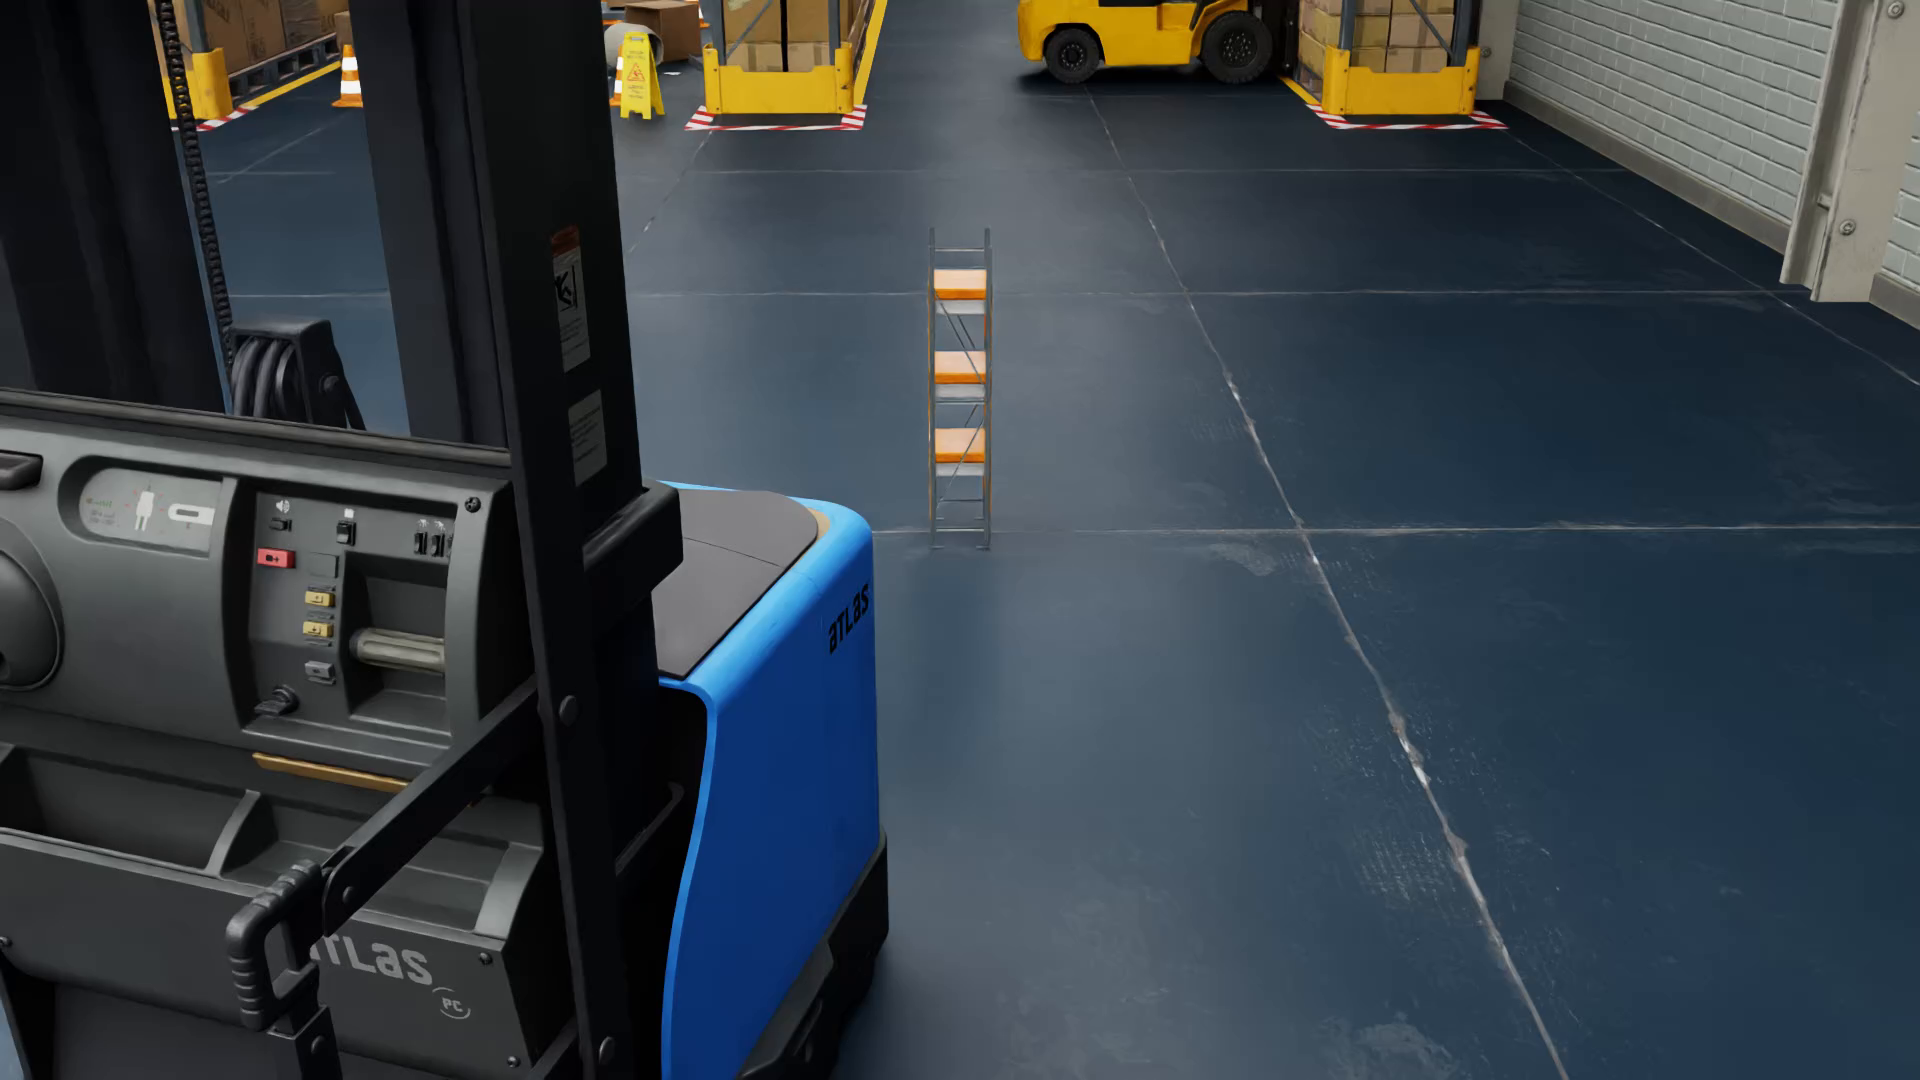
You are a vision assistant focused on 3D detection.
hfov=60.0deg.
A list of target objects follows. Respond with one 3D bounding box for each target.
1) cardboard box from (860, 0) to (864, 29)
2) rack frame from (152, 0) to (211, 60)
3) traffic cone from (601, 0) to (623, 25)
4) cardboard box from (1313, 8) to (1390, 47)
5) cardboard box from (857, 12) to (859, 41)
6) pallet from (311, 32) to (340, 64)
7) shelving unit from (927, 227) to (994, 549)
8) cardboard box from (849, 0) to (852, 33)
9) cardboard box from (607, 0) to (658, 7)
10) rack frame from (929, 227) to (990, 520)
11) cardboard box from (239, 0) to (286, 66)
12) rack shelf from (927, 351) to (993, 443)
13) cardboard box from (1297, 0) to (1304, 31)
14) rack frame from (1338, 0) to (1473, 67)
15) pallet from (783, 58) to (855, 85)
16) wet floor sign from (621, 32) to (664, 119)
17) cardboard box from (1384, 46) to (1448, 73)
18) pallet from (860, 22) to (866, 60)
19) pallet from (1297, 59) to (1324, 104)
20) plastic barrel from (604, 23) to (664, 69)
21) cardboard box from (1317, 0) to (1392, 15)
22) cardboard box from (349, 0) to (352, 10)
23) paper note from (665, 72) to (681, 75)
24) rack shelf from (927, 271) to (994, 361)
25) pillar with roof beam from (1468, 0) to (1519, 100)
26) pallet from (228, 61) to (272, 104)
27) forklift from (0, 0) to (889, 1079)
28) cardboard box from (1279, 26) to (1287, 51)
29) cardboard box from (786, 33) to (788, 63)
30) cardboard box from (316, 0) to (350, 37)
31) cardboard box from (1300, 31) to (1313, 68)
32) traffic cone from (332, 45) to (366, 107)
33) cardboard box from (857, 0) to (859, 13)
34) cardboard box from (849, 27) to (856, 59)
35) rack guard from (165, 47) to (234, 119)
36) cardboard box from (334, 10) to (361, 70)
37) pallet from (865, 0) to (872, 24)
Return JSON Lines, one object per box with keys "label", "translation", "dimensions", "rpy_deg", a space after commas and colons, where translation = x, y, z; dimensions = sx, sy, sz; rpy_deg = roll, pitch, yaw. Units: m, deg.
{"label": "cardboard box", "translation": [-1.215, -5.155, 16.335], "dimensions": [0.500, 0.250, 0.500], "rpy_deg": [1, 24, 2]}
{"label": "rack frame", "translation": [-6.395, -4.747, 12.606], "dimensions": [1.000, 3.000, 0.127], "rpy_deg": [0, 24, -1]}
{"label": "traffic cone", "translation": [-3.907, -5.923, 18.284], "dimensions": [0.336, 0.463, 0.334], "rpy_deg": [0, 24, -1]}
{"label": "cardboard box", "translation": [3.199, -4.200, 13.617], "dimensions": [0.500, 0.250, 0.500], "rpy_deg": [-1, 24, -1]}
{"label": "cardboard box", "translation": [-1.198, -4.726, 15.387], "dimensions": [0.500, 0.250, 0.500], "rpy_deg": [0, 24, 0]}
{"label": "pallet", "translation": [-6.509, -4.811, 16.131], "dimensions": [1.003, 0.211, 1.213], "rpy_deg": [0, 24, -1]}
{"label": "shelving unit", "translation": [-0.001, -0.500, 5.582], "dimensions": [0.215, 1.050, 0.252], "rpy_deg": [0, 24, -1]}
{"label": "cardboard box", "translation": [-1.190, -4.650, 14.308], "dimensions": [0.500, 0.500, 0.500], "rpy_deg": [-1, 24, -3]}
{"label": "cardboard box", "translation": [-3.270, -5.645, 16.705], "dimensions": [0.500, 0.500, 0.500], "rpy_deg": [0, 24, -1]}
{"label": "rack frame", "translation": [-0.002, -0.551, 5.694], "dimensions": [0.200, 1.050, 0.008], "rpy_deg": [0, 24, -1]}
{"label": "cardboard box", "translation": [-6.480, -4.612, 14.376], "dimensions": [0.875, 0.875, 0.875], "rpy_deg": [-1, 24, -1]}
{"label": "rack shelf", "translation": [-0.001, -0.491, 5.587], "dimensions": [0.215, 0.259, 0.240], "rpy_deg": [0, 24, -1]}
{"label": "cardboard box", "translation": [3.178, -4.619, 14.544], "dimensions": [0.500, 0.250, 0.500], "rpy_deg": [-1, 24, -2]}
{"label": "rack frame", "translation": [3.517, -4.835, 12.800], "dimensions": [1.000, 3.000, 0.127], "rpy_deg": [0, 24, -1]}
{"label": "pallet", "translation": [-1.421, -3.906, 14.131], "dimensions": [1.003, 0.211, 1.213], "rpy_deg": [0, 24, -1]}
{"label": "wet floor sign", "translation": [-2.514, -3.655, 13.048], "dimensions": [0.267, 0.644, 0.232], "rpy_deg": [8, 26, 18]}
{"label": "cardboard box", "translation": [3.707, -3.976, 13.729], "dimensions": [0.500, 0.250, 0.500], "rpy_deg": [0, 24, 0]}
{"label": "pallet", "translation": [-1.448, -4.912, 16.354], "dimensions": [1.003, 0.211, 1.213], "rpy_deg": [0, 24, -1]}
{"label": "pallet", "translation": [3.467, -3.879, 14.070], "dimensions": [1.003, 0.211, 1.213], "rpy_deg": [0, 24, -1]}
{"label": "plastic barrel", "translation": [-2.983, -4.481, 15.145], "dimensions": [0.512, 0.421, 0.421], "rpy_deg": [19, 30, 35]}
{"label": "cardboard box", "translation": [3.200, -4.417, 13.490], "dimensions": [0.500, 0.250, 0.500], "rpy_deg": [1, 24, 1]}
{"label": "cardboard box", "translation": [-6.536, -5.817, 17.192], "dimensions": [1.050, 0.750, 0.750], "rpy_deg": [0, 24, -1]}
{"label": "paper note", "translation": [-2.602, -4.240, 15.088], "dimensions": [0.142, 0.019, 0.148], "rpy_deg": [-9, 26, -19]}
{"label": "rack shelf", "translation": [-0.001, -0.749, 5.470], "dimensions": [0.215, 0.259, 0.240], "rpy_deg": [0, 24, -1]}
{"label": "pillar with roof beam", "translation": [0.106, -7.840, 12.164], "dimensions": [9.100, 9.000, 0.400], "rpy_deg": [0, 24, -1]}
{"label": "pallet", "translation": [-6.482, -3.805, 13.908], "dimensions": [1.003, 0.211, 1.213], "rpy_deg": [0, 24, -1]}
{"label": "forklift", "translation": [-1.084, 0.092, 1.989], "dimensions": [1.130, 2.935, 3.031], "rpy_deg": [7, 25, 16]}
{"label": "cardboard box", "translation": [3.175, -4.590, 15.087], "dimensions": [0.500, 0.250, 0.500], "rpy_deg": [1, 24, 1]}
{"label": "cardboard box", "translation": [-1.722, -4.295, 14.433], "dimensions": [0.500, 0.250, 0.500], "rpy_deg": [0, 24, 0]}
{"label": "cardboard box", "translation": [-6.502, -5.359, 16.027], "dimensions": [0.875, 0.875, 0.875], "rpy_deg": [0, 24, 0]}
{"label": "cardboard box", "translation": [3.200, -4.170, 14.158], "dimensions": [0.500, 0.250, 0.500], "rpy_deg": [0, 24, -1]}
{"label": "traffic cone", "translation": [-4.981, -3.816, 13.626], "dimensions": [0.336, 0.463, 0.334], "rpy_deg": [0, 24, -1]}
{"label": "cardboard box", "translation": [-1.201, -5.077, 15.252], "dimensions": [0.500, 0.500, 0.500], "rpy_deg": [1, 24, 2]}
{"label": "cardboard box", "translation": [-1.177, -4.293, 14.430], "dimensions": [0.500, 0.250, 0.500], "rpy_deg": [1, 24, 1]}
{"label": "rack guard", "translation": [-6.395, -3.598, 13.099], "dimensions": [1.175, 0.500, 0.348], "rpy_deg": [0, 24, -1]}
{"label": "cardboard box", "translation": [-5.396, -4.622, 15.360], "dimensions": [0.500, 0.500, 0.500], "rpy_deg": [4, 25, 9]}
{"label": "pallet", "translation": [-1.516, -6.013, 18.789], "dimensions": [1.003, 0.211, 1.213], "rpy_deg": [0, 24, -1]}
